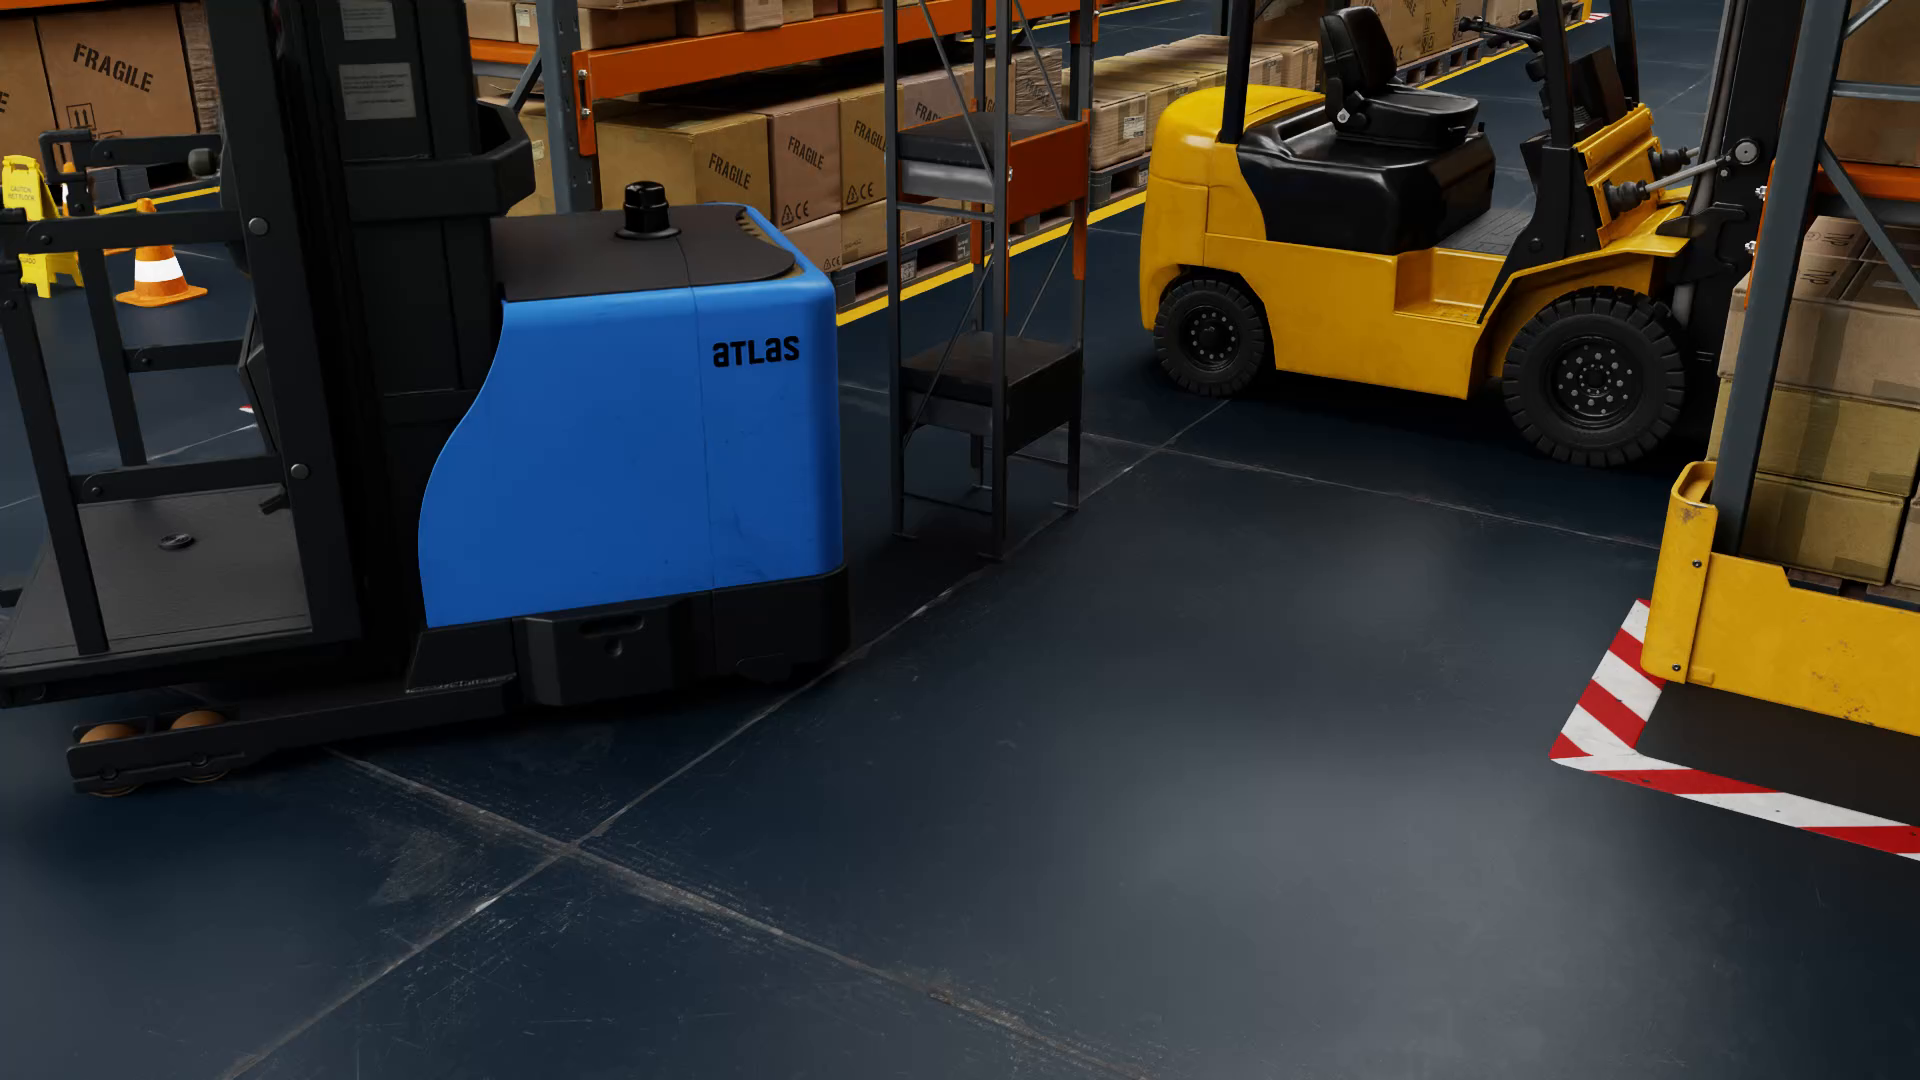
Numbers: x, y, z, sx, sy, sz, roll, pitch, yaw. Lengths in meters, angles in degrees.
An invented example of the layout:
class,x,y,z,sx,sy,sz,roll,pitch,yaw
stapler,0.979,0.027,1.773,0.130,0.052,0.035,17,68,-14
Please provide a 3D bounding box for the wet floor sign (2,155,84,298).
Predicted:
class,x,y,z,sx,sy,sz,roll,pitch,yaw
wet floor sign,-4.408,-1.505,7.915,0.267,0.644,0.232,9,25,20

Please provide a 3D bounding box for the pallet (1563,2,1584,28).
class,x,y,z,sx,sy,sz,roll,pitch,yaw
pallet,6.268,-5.842,18.478,1.003,0.211,1.213,14,27,29

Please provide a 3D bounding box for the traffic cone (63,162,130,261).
class,x,y,z,sx,sy,sz,roll,pitch,yaw
traffic cone,-4.589,-1.728,8.659,0.336,0.463,0.334,14,27,29

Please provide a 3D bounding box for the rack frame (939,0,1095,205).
class,x,y,z,sx,sy,sz,roll,pitch,yaw
rack frame,0.293,-3.357,9.230,1.000,3.000,0.127,14,27,29

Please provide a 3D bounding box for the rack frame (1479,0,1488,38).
class,x,y,z,sx,sy,sz,roll,pitch,yaw
rack frame,4.513,-6.058,15.467,1.000,3.000,0.127,14,27,29

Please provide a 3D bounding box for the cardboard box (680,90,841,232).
class,x,y,z,sx,sy,sz,roll,pitch,yaw
cardboard box,-0.872,-1.682,7.349,0.500,0.500,0.500,13,26,27

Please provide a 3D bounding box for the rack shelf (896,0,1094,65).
class,x,y,z,sx,sy,sz,roll,pitch,yaw
rack shelf,0.087,-1.649,4.689,0.431,0.518,0.480,14,27,29

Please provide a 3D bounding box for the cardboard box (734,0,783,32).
class,x,y,z,sx,sy,sz,roll,pitch,yaw
cardboard box,-0.959,-2.200,6.873,0.380,0.149,0.250,14,27,30

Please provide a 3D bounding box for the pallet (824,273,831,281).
class,x,y,z,sx,sy,sz,roll,pitch,yaw
pallet,-1.318,-1.020,7.341,1.003,0.211,1.213,14,27,29

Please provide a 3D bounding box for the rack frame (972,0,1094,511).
class,x,y,z,sx,sy,sz,roll,pitch,yaw
rack frame,0.216,-1.102,5.152,0.400,2.100,0.015,14,27,29

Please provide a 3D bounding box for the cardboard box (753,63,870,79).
class,x,y,z,sx,sy,sz,roll,pitch,yaw
cardboard box,-0.794,-2.132,8.388,0.500,0.500,0.500,15,28,32

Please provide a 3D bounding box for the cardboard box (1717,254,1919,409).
class,x,y,z,sx,sy,sz,roll,pitch,yaw
cardboard box,2.380,-0.579,4.486,0.500,0.250,0.500,15,28,31

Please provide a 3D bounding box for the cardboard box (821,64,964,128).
class,x,y,z,sx,sy,sz,roll,pitch,yaw
cardboard box,-0.326,-2.032,8.157,0.500,0.500,0.500,15,28,32

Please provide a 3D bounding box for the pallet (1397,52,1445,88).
class,x,y,z,sx,sy,sz,roll,pitch,yaw
pallet,3.528,-4.088,14.428,1.003,0.211,1.213,14,27,29

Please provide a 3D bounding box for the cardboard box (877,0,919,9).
class,x,y,z,sx,sy,sz,roll,pitch,yaw
cardboard box,-0.416,-2.552,7.685,0.380,0.149,0.250,14,27,29

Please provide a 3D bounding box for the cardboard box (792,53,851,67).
class,x,y,z,sx,sy,sz,roll,pitch,yaw
cardboard box,-0.773,-2.493,8.404,0.380,0.149,0.250,16,28,32

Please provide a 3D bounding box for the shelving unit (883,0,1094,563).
class,x,y,z,sx,sy,sz,roll,pitch,yaw
shelving unit,0.087,-1.019,4.962,0.431,2.100,0.503,14,27,29

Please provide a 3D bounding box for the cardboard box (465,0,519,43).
class,x,y,z,sx,sy,sz,roll,pitch,yaw
cardboard box,-1.801,-2.063,6.556,0.380,0.149,0.250,15,28,31

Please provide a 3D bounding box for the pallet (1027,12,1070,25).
class,x,y,z,sx,sy,sz,roll,pitch,yaw
pallet,0.579,-6.015,18.879,1.003,0.211,1.213,14,27,29

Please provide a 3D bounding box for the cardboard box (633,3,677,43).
class,x,y,z,sx,sy,sz,roll,pitch,yaw
cardboard box,-1.340,-2.052,6.530,0.380,0.149,0.250,14,27,30

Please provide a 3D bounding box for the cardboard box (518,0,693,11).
class,x,y,z,sx,sy,sz,roll,pitch,yaw
cardboard box,-1.331,-2.292,6.267,0.500,0.500,0.500,13,27,28

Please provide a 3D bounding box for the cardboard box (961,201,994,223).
class,x,y,z,sx,sy,sz,roll,pitch,yaw
cardboard box,-0.062,-1.851,8.682,0.500,0.250,0.500,13,27,28

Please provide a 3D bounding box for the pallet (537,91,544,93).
class,x,y,z,sx,sy,sz,roll,pitch,yaw
pallet,-3.622,-3.357,12.739,1.003,0.211,1.213,14,27,29

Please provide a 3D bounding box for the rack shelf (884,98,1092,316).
class,x,y,z,sx,sy,sz,roll,pitch,yaw
rack shelf,0.087,-1.007,4.967,0.431,0.518,0.480,14,27,29

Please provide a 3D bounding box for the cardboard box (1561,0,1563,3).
class,x,y,z,sx,sy,sz,roll,pitch,yaw
cardboard box,5.885,-5.870,17.731,0.875,0.438,0.875,15,27,30

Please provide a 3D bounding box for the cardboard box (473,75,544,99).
class,x,y,z,sx,sy,sz,roll,pitch,yaw
cardboard box,-3.714,-3.749,12.438,1.050,0.750,0.750,14,27,29

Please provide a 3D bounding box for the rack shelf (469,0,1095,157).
class,x,y,z,sx,sy,sz,roll,pitch,yaw
rack shelf,-0.762,-2.352,7.814,1.077,0.370,4.000,14,27,29

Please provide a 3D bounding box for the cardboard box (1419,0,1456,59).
class,x,y,z,sx,sy,sz,roll,pitch,yaw
cardboard box,3.784,-4.743,14.576,0.875,0.875,0.875,15,27,30

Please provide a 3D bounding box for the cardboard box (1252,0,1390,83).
class,x,y,z,sx,sy,sz,roll,pitch,yaw
cardboard box,2.838,-4.141,13.185,0.875,0.875,0.875,14,27,28

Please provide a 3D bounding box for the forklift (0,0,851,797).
class,x,y,z,sx,sy,sz,roll,pitch,yaw
forklift,-1.865,-0.983,3.830,3.031,2.935,1.130,-8,25,-17

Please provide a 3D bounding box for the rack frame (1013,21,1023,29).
class,x,y,z,sx,sy,sz,roll,pitch,yaw
rack frame,0.255,-7.061,17.784,1.000,3.000,0.127,14,27,29

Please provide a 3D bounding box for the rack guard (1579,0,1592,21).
class,x,y,z,sx,sy,sz,roll,pitch,yaw
rack guard,6.636,-6.269,19.101,1.175,0.500,0.348,14,27,29

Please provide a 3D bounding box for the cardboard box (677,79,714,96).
class,x,y,z,sx,sy,sz,roll,pitch,yaw
cardboard box,-1.344,-2.127,7.560,0.380,0.149,0.250,14,27,30

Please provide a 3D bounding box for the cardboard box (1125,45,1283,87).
class,x,y,z,sx,sy,sz,roll,pitch,yaw
cardboard box,1.715,-3.255,11.772,0.950,0.372,0.625,13,27,28

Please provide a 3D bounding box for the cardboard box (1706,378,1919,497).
class,x,y,z,sx,sy,sz,roll,pitch,yaw
cardboard box,2.394,-0.359,4.606,0.500,0.250,0.500,13,27,28

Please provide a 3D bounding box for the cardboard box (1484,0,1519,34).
class,x,y,z,sx,sy,sz,roll,pitch,yaw
cardboard box,4.936,-5.264,16.330,0.875,0.438,0.875,13,27,28

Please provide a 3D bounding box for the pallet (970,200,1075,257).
class,x,y,z,sx,sy,sz,roll,pitch,yaw
pallet,-0.031,-1.844,9.243,1.003,0.211,1.213,14,27,29

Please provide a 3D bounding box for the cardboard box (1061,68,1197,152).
class,x,y,z,sx,sy,sz,roll,pitch,yaw
cardboard box,0.944,-2.765,10.641,0.950,0.372,0.625,16,28,32

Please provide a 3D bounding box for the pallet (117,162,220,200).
class,x,y,z,sx,sy,sz,roll,pitch,yaw
pallet,-5.075,-2.427,10.591,1.003,0.211,1.213,14,27,29

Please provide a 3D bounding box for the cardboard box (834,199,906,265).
class,x,y,z,sx,sy,sz,roll,pitch,yaw
cardboard box,-0.603,-1.510,7.895,0.500,0.250,0.500,16,28,32

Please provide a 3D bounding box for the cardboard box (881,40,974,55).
class,x,y,z,sx,sy,sz,roll,pitch,yaw
cardboard box,-0.247,-2.490,9.214,0.500,0.500,0.500,15,28,31

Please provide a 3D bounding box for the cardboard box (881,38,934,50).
class,x,y,z,sx,sy,sz,roll,pitch,yaw
cardboard box,-0.364,-2.758,9.017,0.380,0.149,0.250,14,27,30

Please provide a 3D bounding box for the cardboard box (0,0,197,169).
class,x,y,z,sx,sy,sz,roll,pitch,yaw
cardboard box,-5.311,-2.768,10.015,0.875,0.875,0.875,13,27,28

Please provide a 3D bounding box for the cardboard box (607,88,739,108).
class,x,y,z,sx,sy,sz,roll,pitch,yaw
cardboard box,-1.343,-1.784,7.585,0.500,0.500,0.500,15,28,31

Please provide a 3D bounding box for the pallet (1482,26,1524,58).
class,x,y,z,sx,sy,sz,roll,pitch,yaw
pallet,4.981,-5.018,16.576,1.003,0.211,1.213,14,27,29

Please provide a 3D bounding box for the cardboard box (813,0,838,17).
class,x,y,z,sx,sy,sz,roll,pitch,yaw
cardboard box,-0.762,-2.396,7.326,0.380,0.149,0.250,15,28,31

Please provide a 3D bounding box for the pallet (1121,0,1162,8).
class,x,y,z,sx,sy,sz,roll,pitch,yaw
pallet,1.866,-6.839,20.781,1.003,0.211,1.213,14,27,29

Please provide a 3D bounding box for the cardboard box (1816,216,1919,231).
class,x,y,z,sx,sy,sz,roll,pitch,yaw
cardboard box,2.902,-0.925,5.285,0.500,0.250,0.500,14,27,30

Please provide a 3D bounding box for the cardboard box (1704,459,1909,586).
class,x,y,z,sx,sy,sz,roll,pitch,yaw
cardboard box,2.382,-0.124,4.694,0.500,0.250,0.500,14,27,29

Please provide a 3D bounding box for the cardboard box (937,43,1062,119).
class,x,y,z,sx,sy,sz,roll,pitch,yaw
cardboard box,0.209,-2.377,8.953,0.500,0.500,0.500,13,27,28
